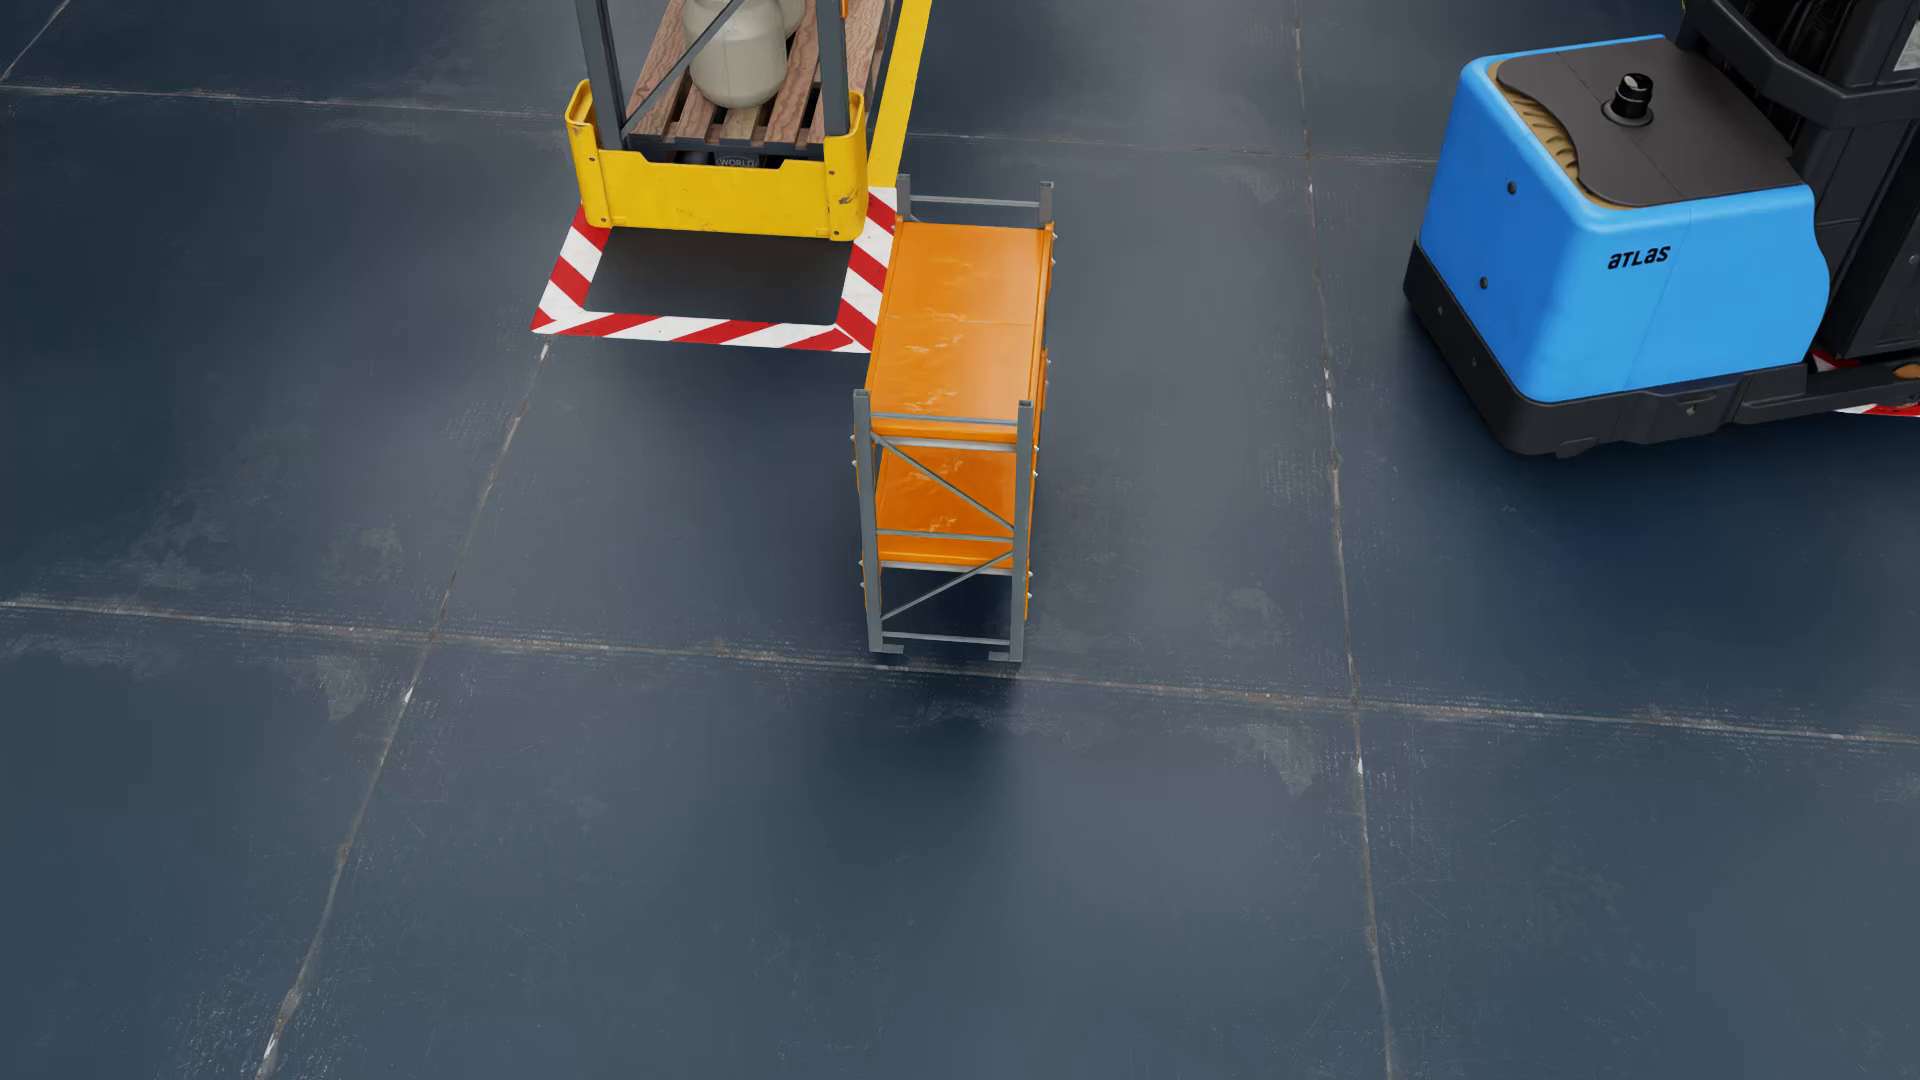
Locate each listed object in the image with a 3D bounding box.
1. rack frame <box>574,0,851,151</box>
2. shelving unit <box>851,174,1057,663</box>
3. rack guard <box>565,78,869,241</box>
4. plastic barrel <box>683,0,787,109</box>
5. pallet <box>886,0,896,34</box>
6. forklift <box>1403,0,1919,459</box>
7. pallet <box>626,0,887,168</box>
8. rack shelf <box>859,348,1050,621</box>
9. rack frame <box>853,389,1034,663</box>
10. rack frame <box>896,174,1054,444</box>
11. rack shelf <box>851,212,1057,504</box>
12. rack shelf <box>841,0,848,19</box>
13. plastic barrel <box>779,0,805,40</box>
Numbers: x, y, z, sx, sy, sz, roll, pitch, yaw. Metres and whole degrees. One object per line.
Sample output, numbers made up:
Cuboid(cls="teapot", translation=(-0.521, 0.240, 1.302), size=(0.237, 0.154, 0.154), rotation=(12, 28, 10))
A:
Cuboid(cls="rack frame", translation=(-0.940, -2.352, 5.868), size=(1.000, 3.000, 0.127), rotation=(4, 48, 4))
Cuboid(cls="shelving unit", translation=(0.001, -0.385, 5.339), size=(0.538, 1.125, 1.048), rotation=(4, 48, 4))
Cuboid(cls="rack guard", translation=(-0.980, -1.567, 6.845), size=(1.175, 0.500, 0.348), rotation=(4, 48, 4))
Cuboid(cls="plastic barrel", translation=(-0.956, -2.143, 7.078), size=(0.421, 0.512, 0.421), rotation=(0, 48, 0))
Cuboid(cls="pallet", translation=(-0.787, -2.960, 8.315), size=(1.003, 0.211, 1.213), rotation=(4, 48, 4))
Cuboid(cls="forklift", translation=(3.318, -1.853, 5.458), size=(3.031, 2.935, 1.130), rotation=(-10, 48, -9))
Cuboid(cls="pallet", translation=(-0.901, -2.066, 7.497), size=(1.003, 0.211, 1.213), rotation=(4, 48, 4))
Cuboid(cls="rack shelf", translation=(0.001, -0.220, 5.520), size=(0.538, 0.278, 1.000), rotation=(4, 48, 4))
Cuboid(cls="rack frame", translation=(-0.046, -0.011, 4.998), size=(0.500, 1.125, 0.032), rotation=(4, 48, 4))
Cuboid(cls="rack frame", translation=(0.047, -0.758, 5.681), size=(0.500, 1.125, 0.032), rotation=(4, 48, 4))
Cuboid(cls="rack shelf", translation=(0.001, -0.582, 5.123), size=(0.538, 0.278, 1.000), rotation=(4, 48, 4))
Cuboid(cls="rack shelf", translation=(-0.758, -3.579, 7.478), size=(1.077, 0.370, 4.000), rotation=(4, 48, 4))
Cuboid(cls="plastic barrel", translation=(-0.911, -2.511, 7.415), size=(0.421, 0.512, 0.421), rotation=(0, 48, 0))
